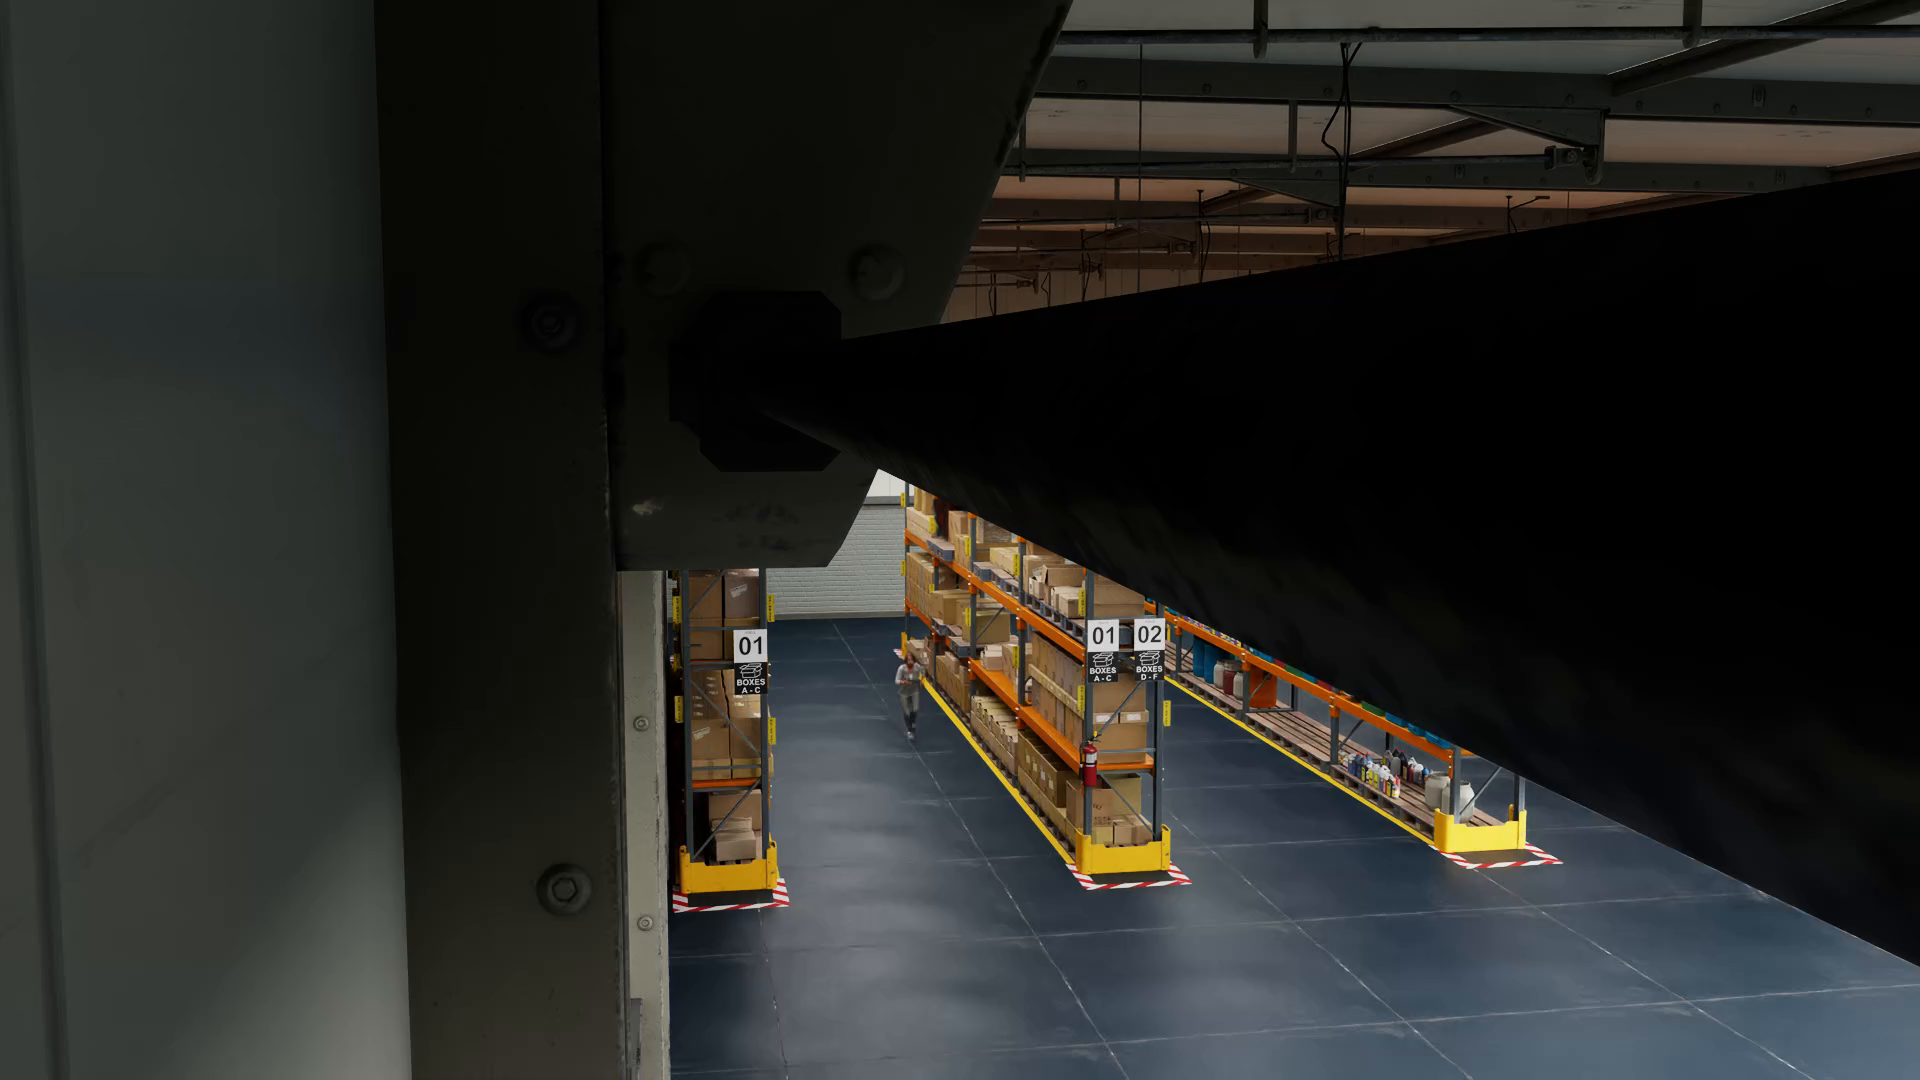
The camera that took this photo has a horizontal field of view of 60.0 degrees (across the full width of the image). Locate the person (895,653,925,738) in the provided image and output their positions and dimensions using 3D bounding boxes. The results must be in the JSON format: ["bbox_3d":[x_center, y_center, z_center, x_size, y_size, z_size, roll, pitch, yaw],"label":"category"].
[{"bbox_3d":[-0.838,2.645,28.212,0.526,1.524,0.747,-1,6,-5],"label":"person"}]
